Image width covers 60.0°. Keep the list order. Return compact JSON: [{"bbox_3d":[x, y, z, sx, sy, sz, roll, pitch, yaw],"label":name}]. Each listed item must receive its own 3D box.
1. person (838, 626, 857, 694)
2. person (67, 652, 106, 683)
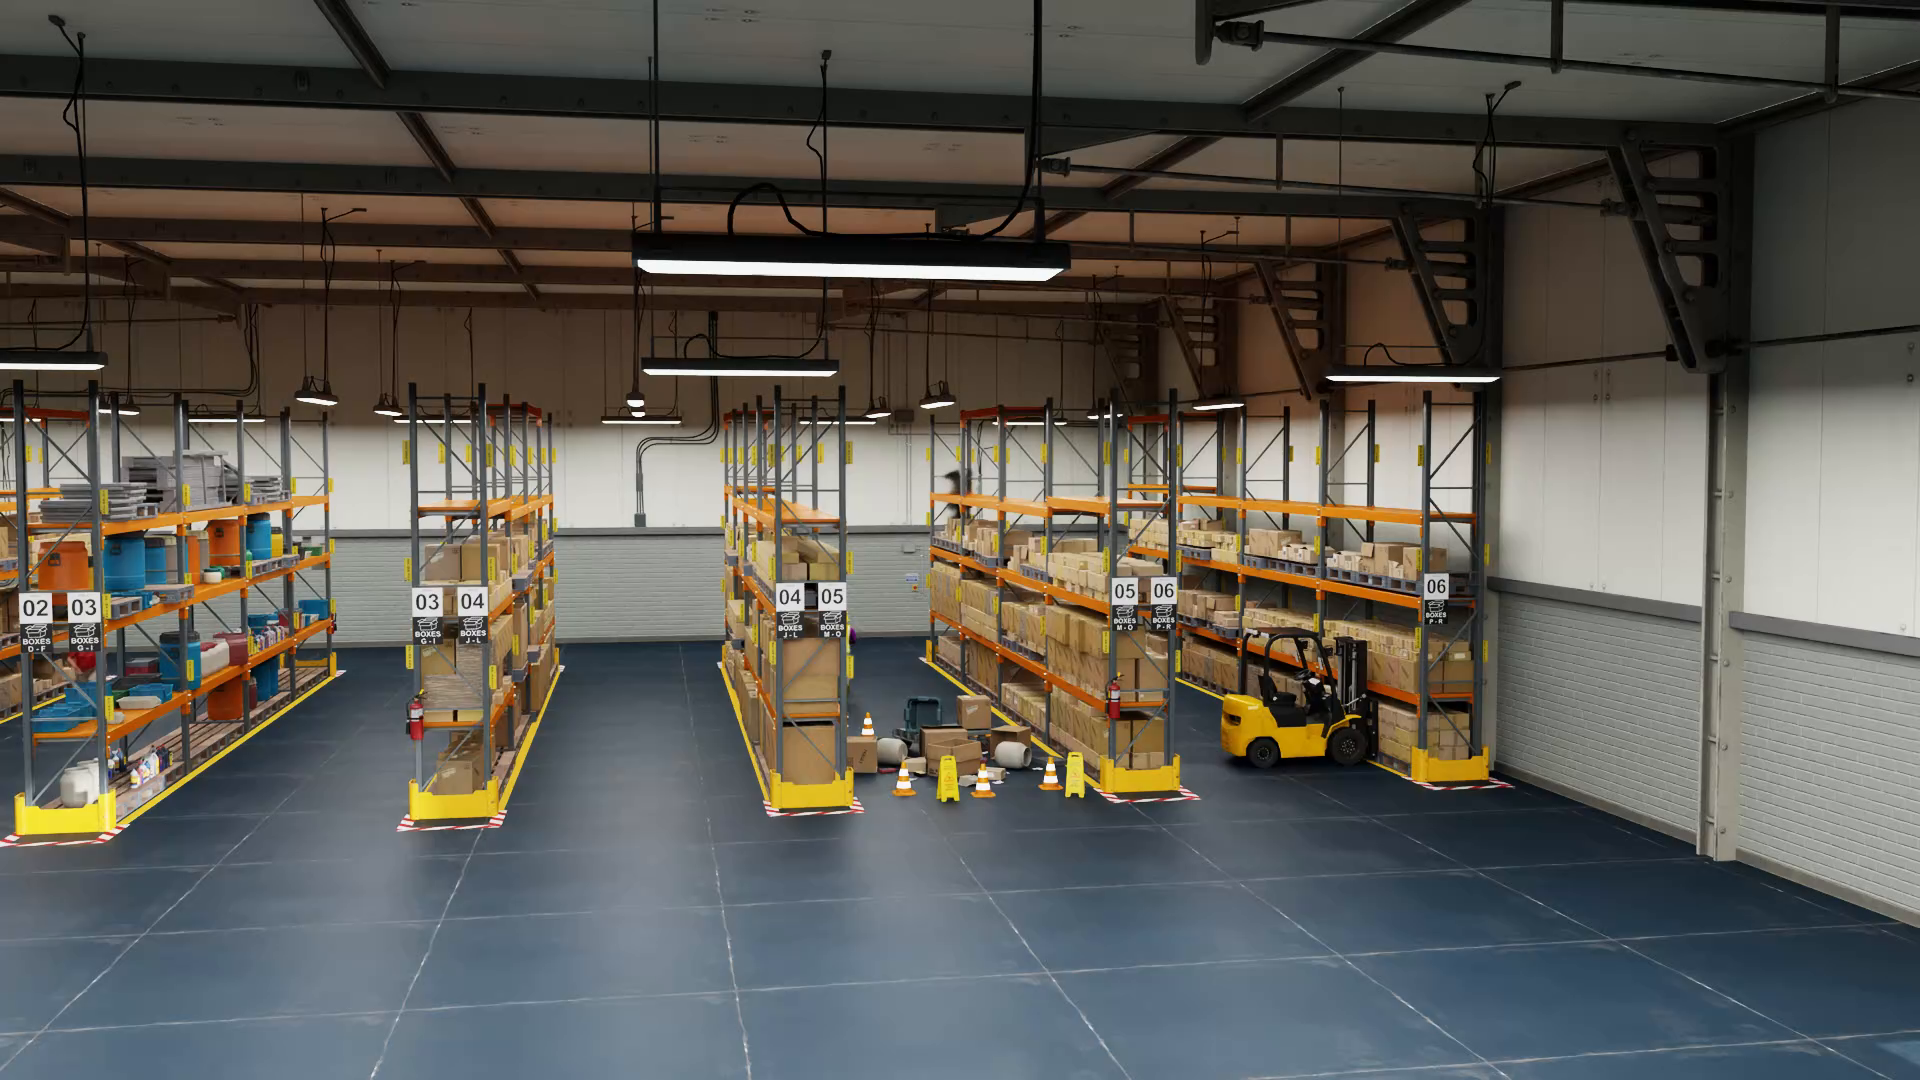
[{"bbox_3d":[-2.500,2.369,34.608,0.717,1.745,0.931,-1,3,-12],"label":"person"},{"bbox_3d":[-16.766,2.556,31.934,0.665,1.680,0.745,-2,3,-29],"label":"person"}]
